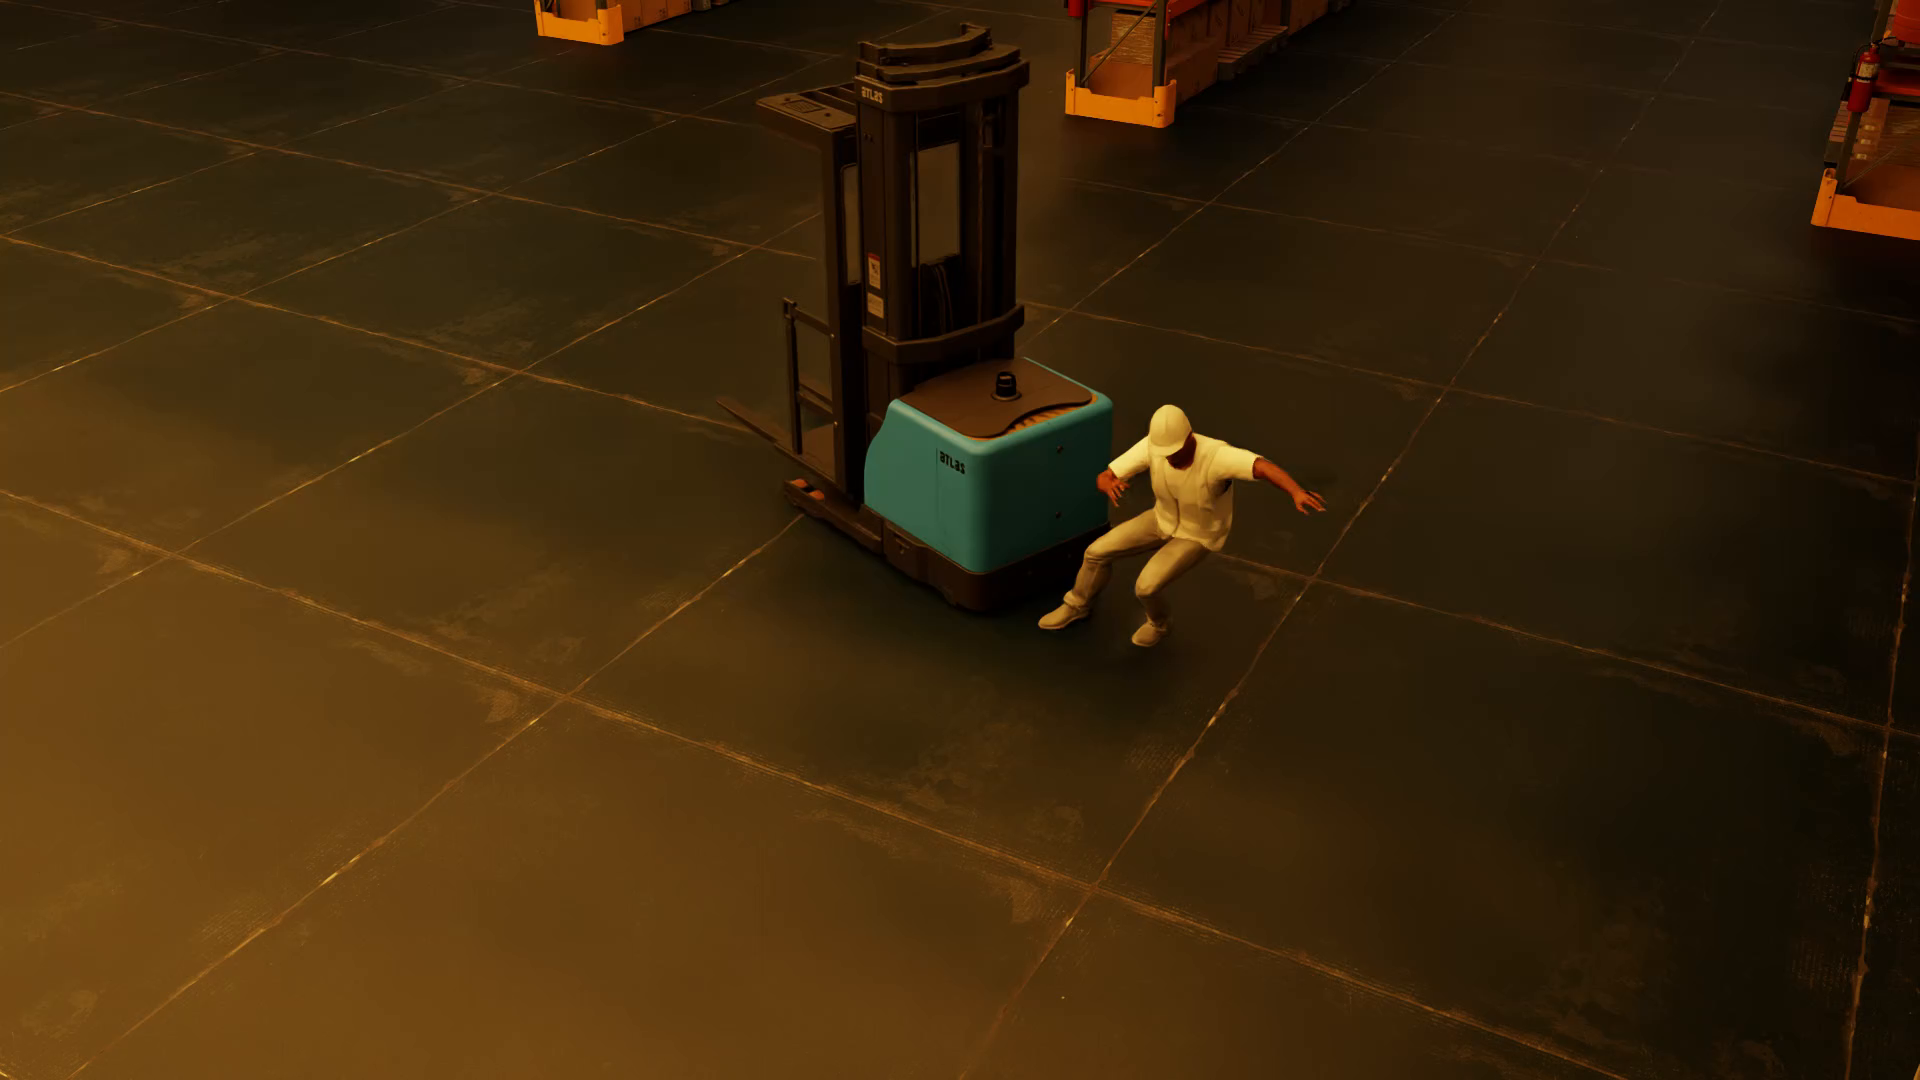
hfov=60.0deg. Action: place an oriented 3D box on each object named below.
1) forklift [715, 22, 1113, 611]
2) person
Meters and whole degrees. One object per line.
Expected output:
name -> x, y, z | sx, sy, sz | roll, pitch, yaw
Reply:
forklift -> -0.445, -1.546, 9.750 | 1.130, 2.935, 3.031 | -22, 37, -33
person -> 1.152, 0.008, 8.536 | 1.536, 1.456, 0.792 | 24, 37, 35
